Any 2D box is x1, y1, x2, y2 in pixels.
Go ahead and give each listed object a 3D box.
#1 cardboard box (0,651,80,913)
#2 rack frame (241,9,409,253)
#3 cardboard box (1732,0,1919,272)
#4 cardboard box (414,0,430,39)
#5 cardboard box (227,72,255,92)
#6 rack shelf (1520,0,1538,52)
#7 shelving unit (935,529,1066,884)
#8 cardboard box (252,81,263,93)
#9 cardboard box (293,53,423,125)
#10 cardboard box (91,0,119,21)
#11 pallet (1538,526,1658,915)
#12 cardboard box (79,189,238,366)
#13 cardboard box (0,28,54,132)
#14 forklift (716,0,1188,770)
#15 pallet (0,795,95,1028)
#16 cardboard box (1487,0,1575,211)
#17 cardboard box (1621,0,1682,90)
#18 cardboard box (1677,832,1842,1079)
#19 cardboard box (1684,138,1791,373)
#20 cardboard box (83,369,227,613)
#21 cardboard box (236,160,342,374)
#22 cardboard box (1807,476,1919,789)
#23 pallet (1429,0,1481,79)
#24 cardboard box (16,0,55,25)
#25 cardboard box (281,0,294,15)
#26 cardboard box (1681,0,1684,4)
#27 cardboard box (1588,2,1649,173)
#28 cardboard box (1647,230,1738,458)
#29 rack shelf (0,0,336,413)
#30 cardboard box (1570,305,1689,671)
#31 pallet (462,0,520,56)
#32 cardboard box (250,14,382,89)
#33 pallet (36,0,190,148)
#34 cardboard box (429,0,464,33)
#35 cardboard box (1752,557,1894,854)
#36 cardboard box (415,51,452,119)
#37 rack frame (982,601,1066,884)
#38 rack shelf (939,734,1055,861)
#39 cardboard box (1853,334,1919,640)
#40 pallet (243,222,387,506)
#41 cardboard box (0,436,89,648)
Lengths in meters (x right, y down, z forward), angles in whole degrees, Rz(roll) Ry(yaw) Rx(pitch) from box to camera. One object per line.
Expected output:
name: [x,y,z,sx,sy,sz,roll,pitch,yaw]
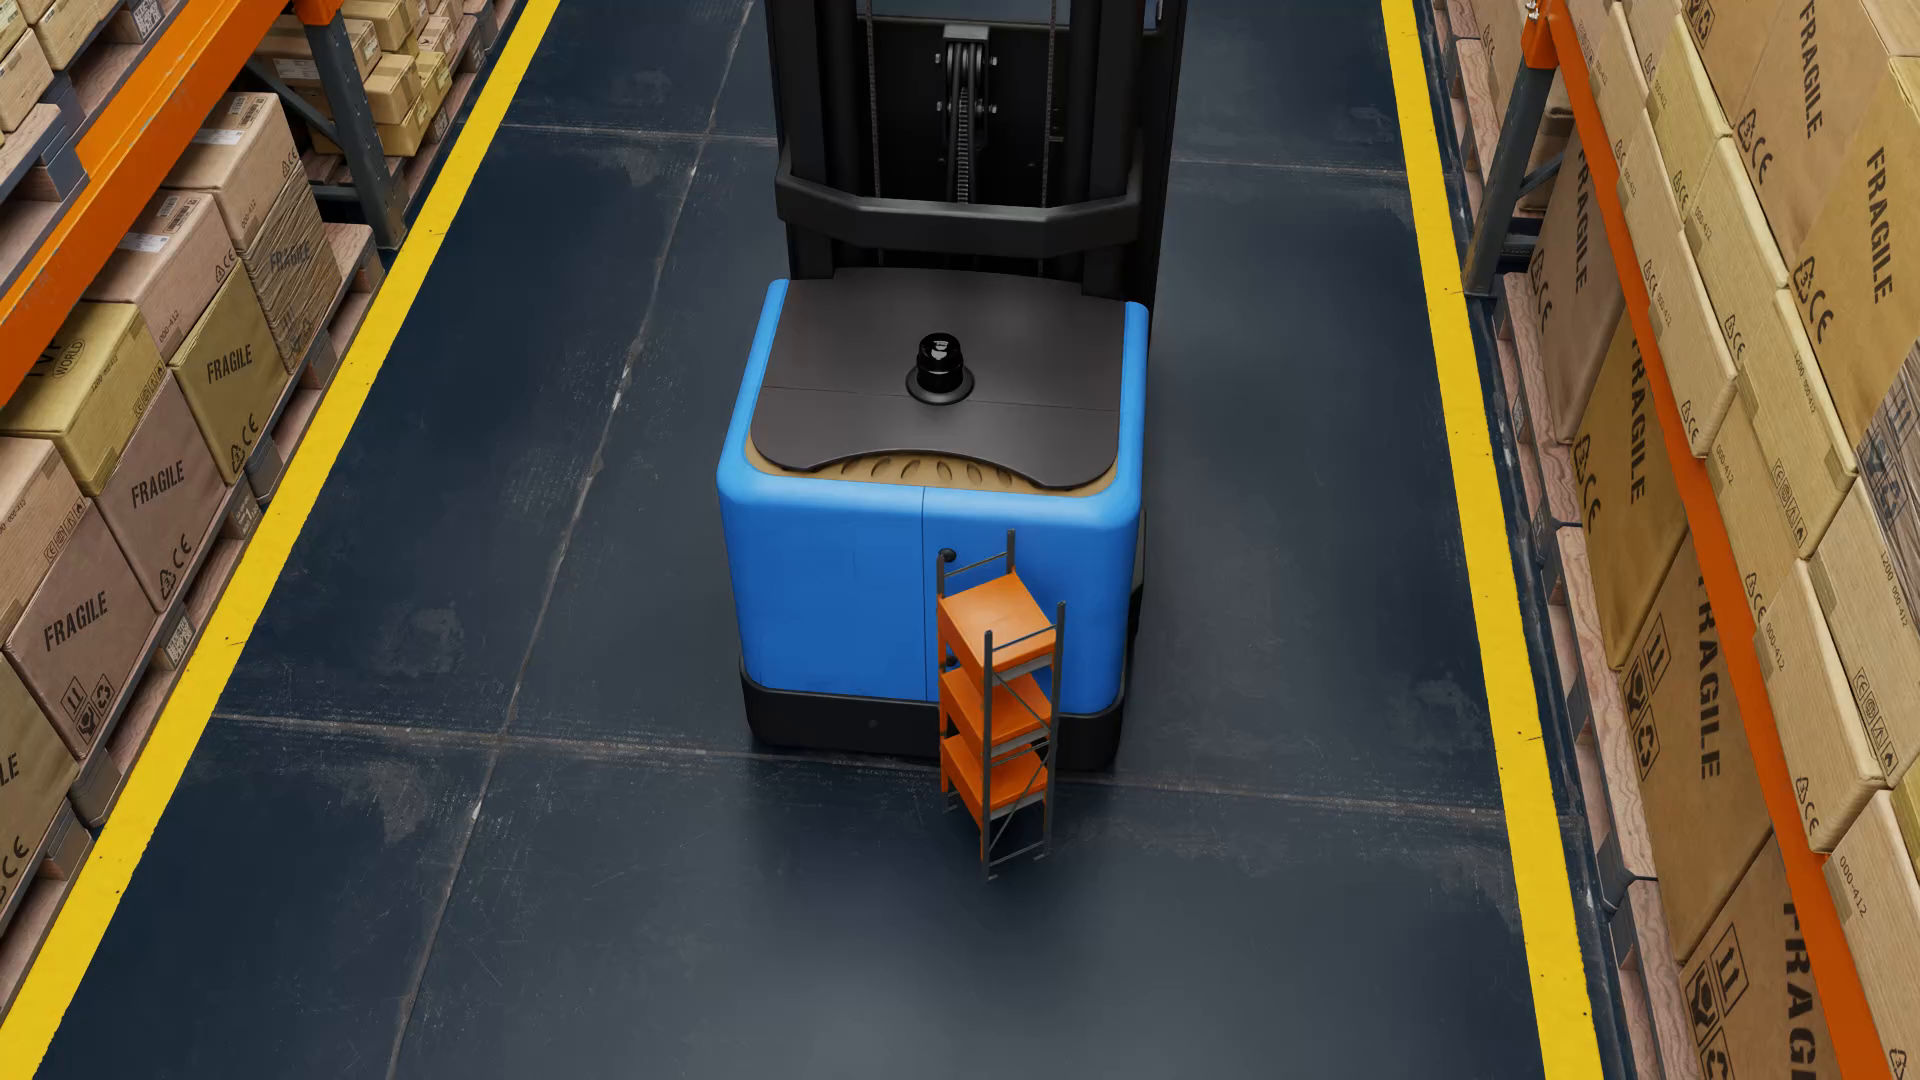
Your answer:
cardboard box: [-2.603,0.600,4.078,0.500,0.500,0.500,4,48,4]
rack frame: [-2.599,-2.169,5.201,1.000,3.000,0.127,4,48,4]
cardboard box: [1.906,-0.853,3.252,0.500,0.500,0.500,3,48,3]
cardboard box: [-2.327,-2.067,6.553,0.380,0.149,0.250,4,48,3]
cardboard box: [-2.887,-1.701,6.219,0.380,0.149,0.250,5,48,4]
rack shelf: [2.522,-3.137,6.574,1.077,0.370,4.000,4,48,4]
shelving unit: [0.093,0.443,4.133,0.215,1.050,0.252,-20,51,-17]
cardboard box: [-2.902,-1.659,6.382,0.380,0.149,0.250,4,48,4]
cardboard box: [-2.247,-1.693,6.212,0.380,0.149,0.250,6,48,5]
cardboard box: [-2.486,-1.547,4.517,0.380,0.149,0.250,4,48,3]
pallet: [2.236,0.502,4.648,1.003,0.211,1.213,4,48,4]
cardboard box: [-2.475,-0.779,4.831,0.500,0.250,0.500,6,48,5]
cardboard box: [-2.528,-1.158,4.162,0.380,0.149,0.250,2,48,2]
forklift: [0.064,-1.452,4.591,1.130,2.935,3.031,4,48,4]
pallet: [-2.891,1.138,4.066,1.003,0.211,1.213,4,48,4]
cardboard box: [2.504,-1.641,6.170,0.875,0.438,0.875,3,48,3]
cardboard box: [1.999,-1.339,4.204,0.500,0.250,0.500,5,48,4]
cardboard box: [2.121,1.103,3.364,0.875,0.875,0.875,3,48,3]
cardboard box: [1.883,-0.598,3.527,0.500,0.250,0.500,3,48,2]
cardboard box: [-2.514,-0.152,4.766,0.500,0.500,0.500,3,48,3]
cardboard box: [-2.415,-0.906,5.455,0.500,0.500,0.500,3,48,3]
cardboard box: [1.809,0.161,2.833,0.500,0.250,0.500,3,48,3]
pallet: [2.596,-2.421,7.322,1.003,0.211,1.213,4,48,4]
cardboard box: [-2.507,-1.443,4.221,0.380,0.149,0.250,2,48,2]
cardboard box: [-2.868,-2.099,6.583,0.380,0.149,0.250,2,48,2]
cardboard box: [1.995,-1.601,3.937,0.500,0.500,0.500,4,48,3]
cardboard box: [1.991,-1.173,4.392,0.500,0.250,0.500,3,48,3]
cardboard box: [1.874,-0.431,3.713,0.500,0.250,0.500,3,48,3]
rack shelf: [-2.781,-0.456,4.122,1.077,0.370,4.000,4,48,4]
cardboard box: [2.288,-0.209,4.564,0.875,0.875,0.875,5,48,5]
pallet: [-2.464,-2.622,7.505,1.003,0.211,1.213,4,48,4]
cardboard box: [-2.361,-1.788,6.097,0.380,0.149,0.250,6,48,5]
pallet: [-2.813,-1.552,4.767,1.003,0.211,1.213,4,48,4]
cardboard box: [-2.277,-2.166,6.845,0.380,0.149,0.250,3,48,3]
cardboard box: [1.794,0.314,3.031,0.500,0.250,0.500,5,48,4]
cardboard box: [-2.221,-1.790,6.501,0.380,0.149,0.250,5,48,5]
rack frame: [0.147,0.524,4.059,0.200,1.050,0.008,-20,51,-17]
rack shelf: [0.094,0.637,4.346,0.215,0.259,0.240,-20,51,-17]
cardboard box: [1.800,-0.117,2.579,0.500,0.500,0.500,5,48,4]
pallet: [-2.668,-0.655,5.706,1.003,0.211,1.213,4,48,4]
cardboard box: [-2.555,-0.006,4.124,0.500,0.250,0.500,4,48,4]
